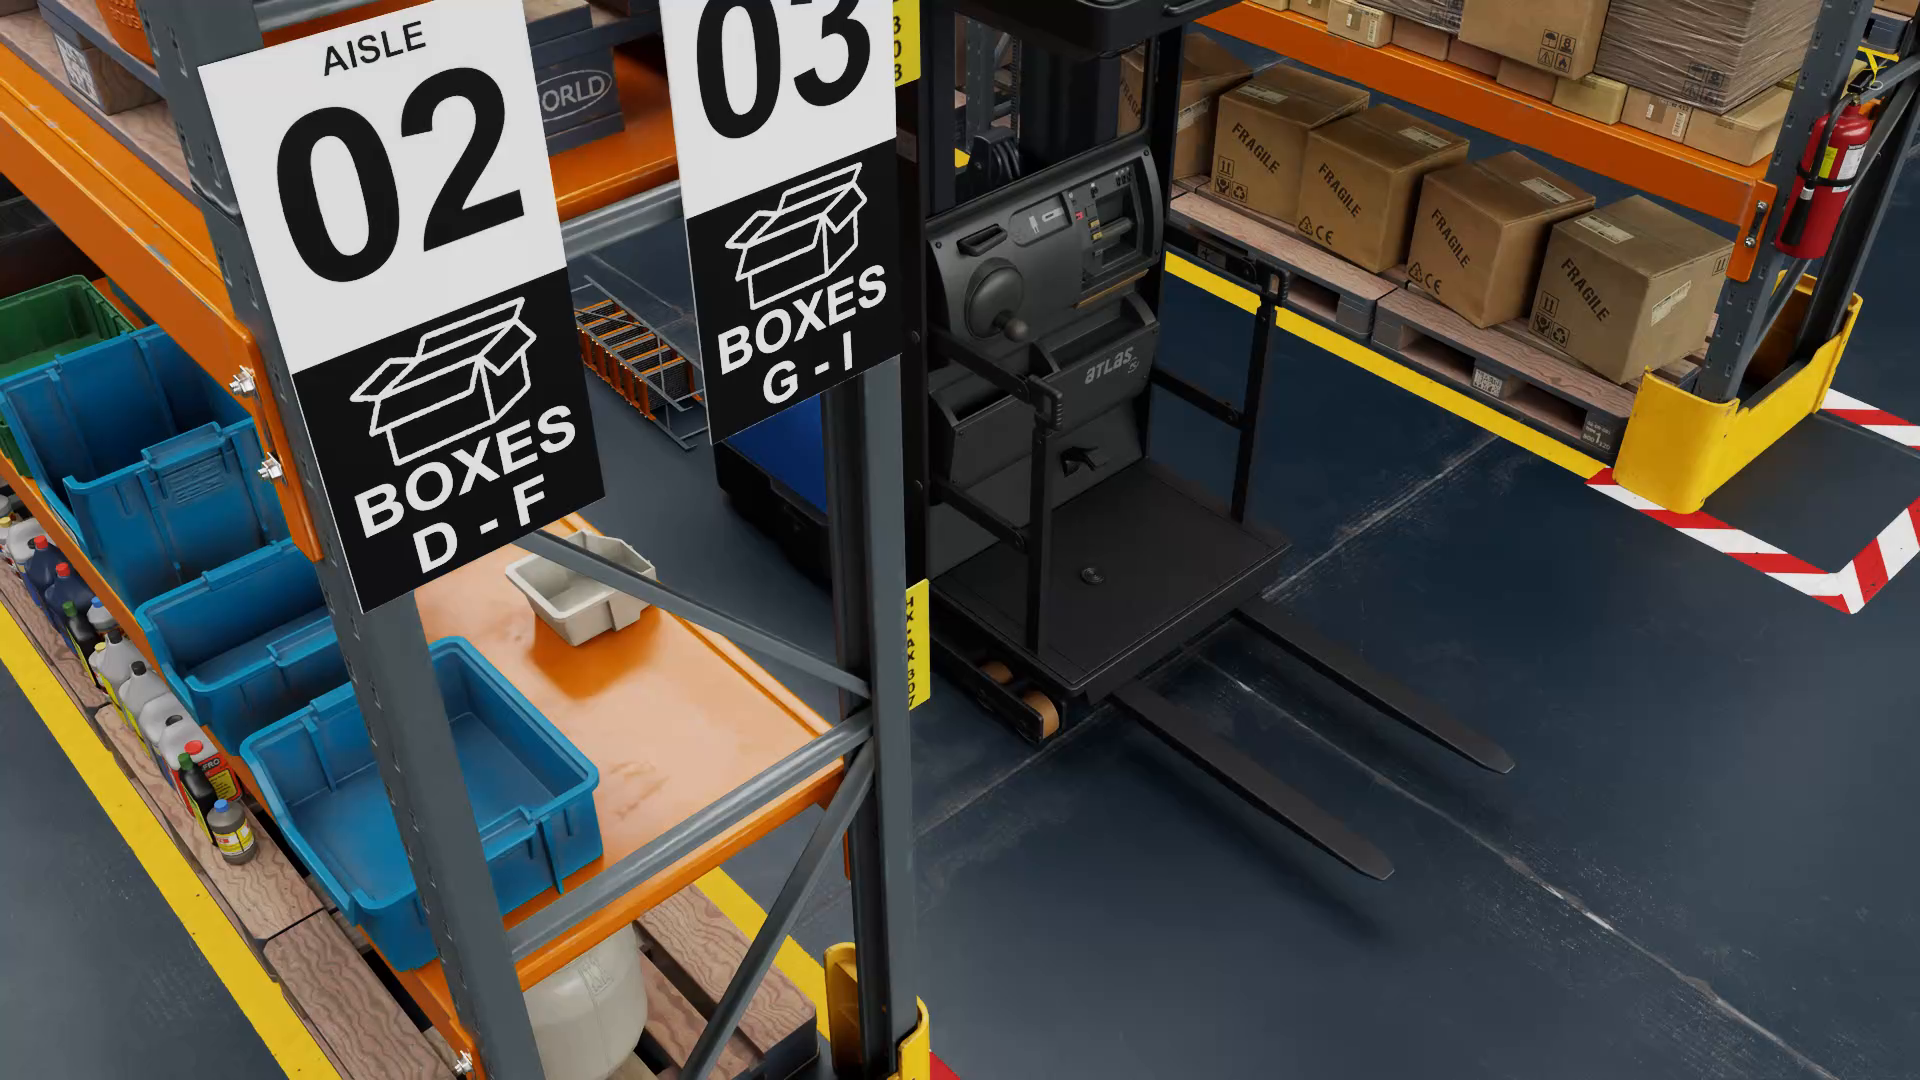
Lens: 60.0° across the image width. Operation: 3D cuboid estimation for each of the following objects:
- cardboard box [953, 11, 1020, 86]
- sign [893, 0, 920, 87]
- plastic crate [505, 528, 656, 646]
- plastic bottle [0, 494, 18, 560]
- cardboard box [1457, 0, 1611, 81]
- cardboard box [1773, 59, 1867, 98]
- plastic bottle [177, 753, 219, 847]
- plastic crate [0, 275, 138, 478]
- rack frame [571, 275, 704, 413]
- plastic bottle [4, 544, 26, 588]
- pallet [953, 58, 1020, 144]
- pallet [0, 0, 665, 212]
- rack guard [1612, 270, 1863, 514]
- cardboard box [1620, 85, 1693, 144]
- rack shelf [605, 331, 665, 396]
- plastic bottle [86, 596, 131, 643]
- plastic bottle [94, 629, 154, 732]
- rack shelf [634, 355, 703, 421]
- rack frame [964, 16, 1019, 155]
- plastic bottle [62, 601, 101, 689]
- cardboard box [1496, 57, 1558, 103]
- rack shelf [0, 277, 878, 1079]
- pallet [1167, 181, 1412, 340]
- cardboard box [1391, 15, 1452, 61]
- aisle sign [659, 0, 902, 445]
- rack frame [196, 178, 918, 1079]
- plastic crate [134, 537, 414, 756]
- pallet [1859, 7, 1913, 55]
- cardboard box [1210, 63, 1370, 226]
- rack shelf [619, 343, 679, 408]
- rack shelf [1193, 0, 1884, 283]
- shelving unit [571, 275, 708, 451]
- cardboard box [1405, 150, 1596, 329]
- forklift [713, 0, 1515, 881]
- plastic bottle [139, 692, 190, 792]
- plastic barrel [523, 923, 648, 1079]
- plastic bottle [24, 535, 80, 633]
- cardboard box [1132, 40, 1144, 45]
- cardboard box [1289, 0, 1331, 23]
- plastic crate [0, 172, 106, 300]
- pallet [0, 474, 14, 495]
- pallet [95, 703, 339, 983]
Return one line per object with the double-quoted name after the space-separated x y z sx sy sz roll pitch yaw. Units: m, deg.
0.034 -2.885 9.074 0.500 0.500 0.700 30 48 32 "cardboard box"
-0.101 -0.839 2.507 0.100 0.325 0.005 -30 48 -32 "sign"
-0.878 0.115 3.930 0.298 0.136 0.250 -30 48 -32 "plastic crate"
-3.322 -0.064 5.763 0.097 0.271 0.097 0 39 0 "plastic bottle"
2.361 -2.143 6.199 0.875 0.500 0.500 -30 48 -32 "cardboard box"
3.122 -1.677 6.139 0.380 0.149 0.250 -30 48 -32 "cardboard box"
-2.167 0.739 4.759 0.061 0.283 0.133 -29 47 -31 "plastic bottle"
-2.504 -0.457 4.597 0.450 0.188 0.662 -30 48 -32 "plastic crate"
-1.382 -0.842 6.991 0.240 0.006 1.200 -27 46 -29 "rack frame"
-3.184 0.058 5.668 0.097 0.201 0.097 0 39 0 "plastic bottle"
-0.094 -2.667 9.385 1.003 0.211 1.213 -30 48 -32 "pallet"
-0.997 -0.954 2.807 1.003 0.211 1.213 -30 48 -32 "pallet"
3.088 -0.604 6.600 1.175 0.500 0.348 -30 48 -32 "rack guard"
2.626 -1.604 6.048 0.380 0.149 0.250 -30 48 -32 "cardboard box"
-1.354 -0.749 7.021 0.258 0.180 0.103 -27 46 -29 "rack shelf"
-2.720 0.292 5.322 0.097 0.271 0.097 0 39 0 "plastic bottle"
-2.559 0.406 5.119 0.144 0.351 0.185 -30 48 -32 "plastic bottle"
-1.204 -0.632 6.874 0.258 0.180 0.103 -27 46 -29 "rack shelf"
0.434 -3.393 8.063 1.000 3.000 0.127 -30 48 -32 "rack frame"
-2.766 0.329 5.267 0.061 0.283 0.133 -28 47 -30 "plastic bottle"
2.261 -1.820 6.316 0.380 0.149 0.250 -30 48 -32 "cardboard box"
-1.862 -0.082 4.537 1.077 0.370 4.000 -30 48 -32 "rack shelf"
1.743 -1.447 7.874 1.003 0.211 1.213 -30 48 -32 "pallet"
1.937 -2.059 6.612 0.380 0.149 0.250 -30 48 -32 "cardboard box"
-0.245 -0.539 2.461 0.394 0.787 0.004 -30 48 -32 "aisle sign"
-0.509 0.563 3.165 1.000 3.000 0.127 -30 48 -32 "rack frame"
-1.503 0.214 3.716 0.499 0.251 0.408 -30 48 -32 "plastic crate"
5.441 -3.419 10.315 1.003 0.211 1.213 -30 48 -32 "pallet"
1.545 -1.866 7.828 0.500 0.500 0.500 30 48 32 "cardboard box"
-1.279 -0.691 6.948 0.258 0.180 0.103 -27 46 -29 "rack shelf"
1.786 -2.187 7.143 1.077 0.370 4.000 -30 48 -32 "rack shelf"
-1.382 -0.771 7.048 0.258 0.189 1.200 -27 46 -29 "shelving unit"
2.299 -1.290 7.116 0.500 0.500 0.500 -18 42 -21 "cardboard box"
0.424 -0.848 4.967 1.130 2.935 3.031 -30 48 -32 "forklift"
-2.318 0.596 4.943 0.152 0.276 0.135 -31 48 -33 "plastic bottle"
-1.011 1.096 4.152 0.421 0.512 0.421 0 39 0 "plastic barrel"
-2.974 0.122 5.470 0.144 0.351 0.185 -29 47 -31 "plastic bottle"
0.675 -2.381 8.466 0.500 0.500 0.500 -32 48 -33 "cardboard box"
1.584 -2.283 6.889 0.380 0.149 0.250 -30 48 -32 "cardboard box"
-2.954 -0.967 5.110 0.767 0.338 0.504 -30 48 -32 "plastic crate"
-3.774 -0.550 6.763 1.003 0.211 1.213 -30 48 -32 "pallet"
-1.962 0.690 5.227 1.003 0.211 1.213 -30 48 -32 "pallet"
